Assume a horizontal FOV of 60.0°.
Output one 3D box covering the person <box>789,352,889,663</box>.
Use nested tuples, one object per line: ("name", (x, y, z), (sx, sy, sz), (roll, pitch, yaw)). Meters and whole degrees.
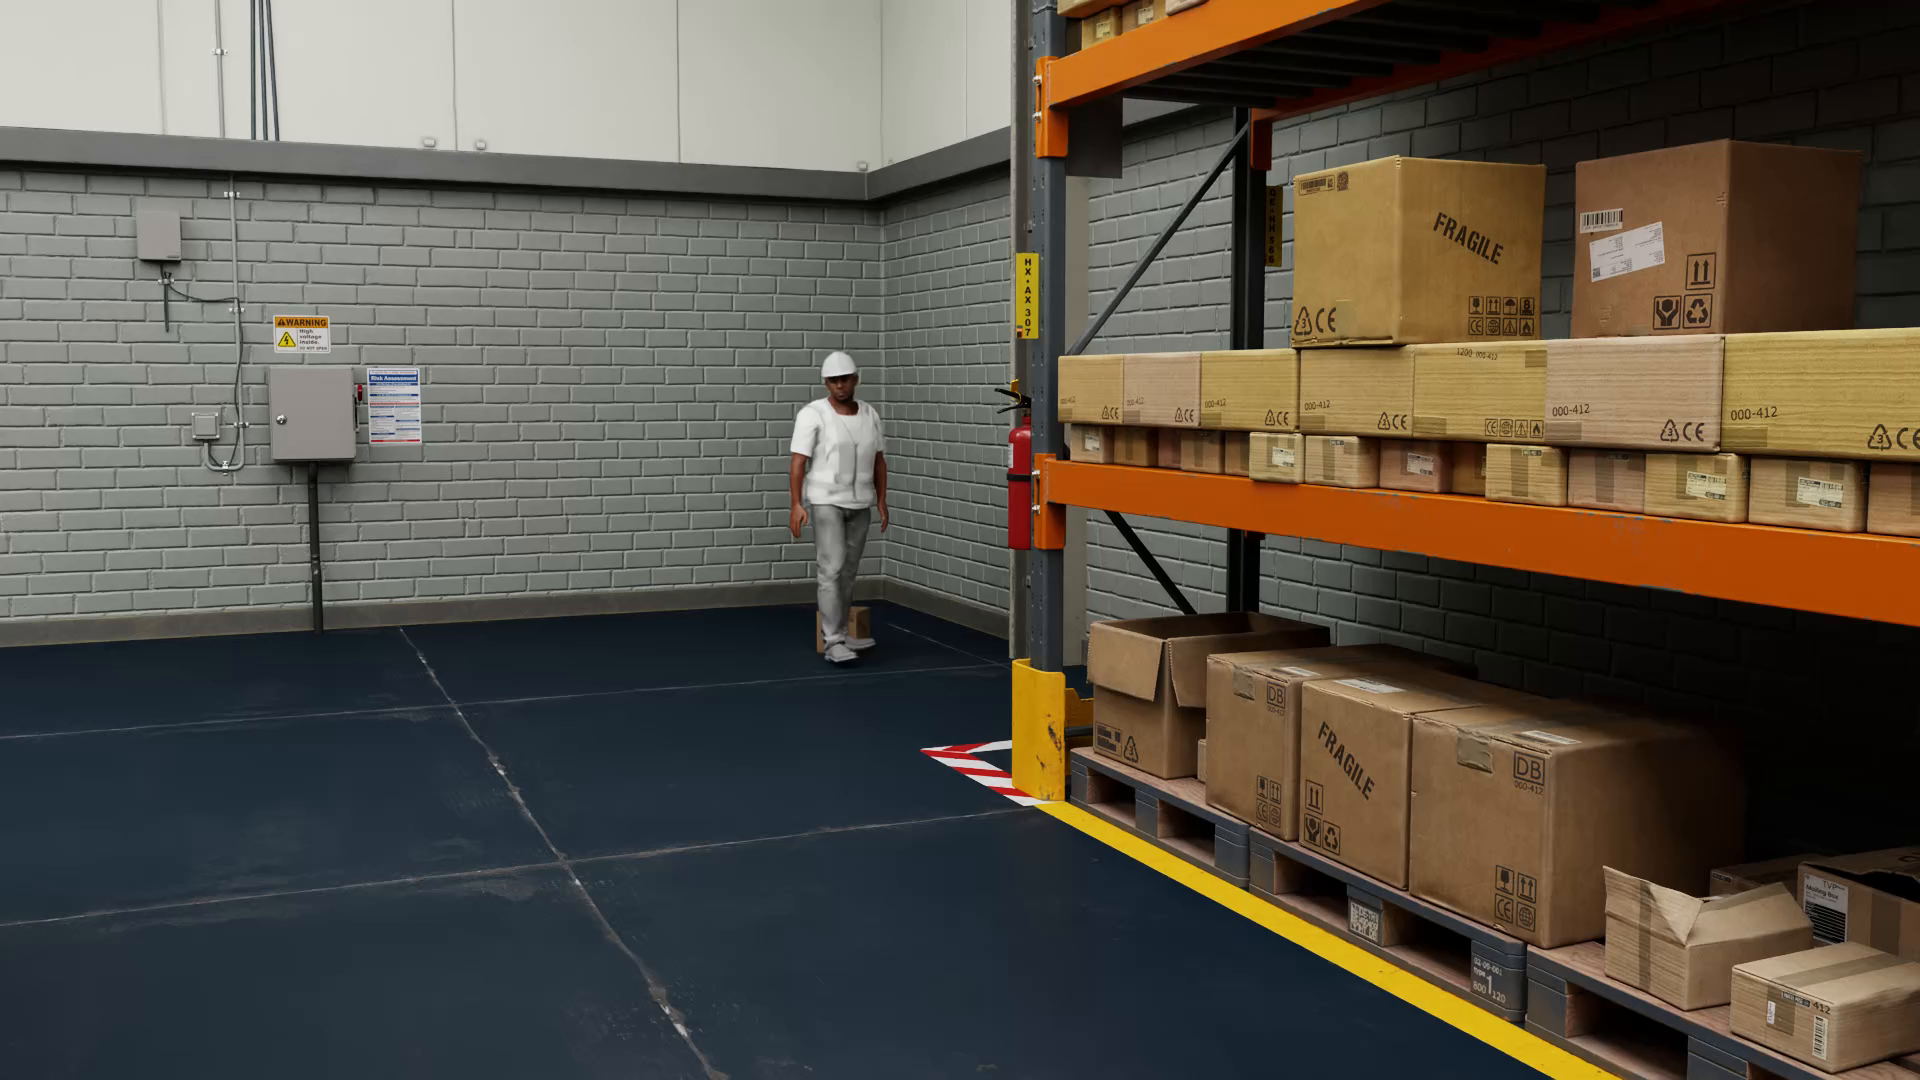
("person", (-0.678, -0.195, 9.556), (0.636, 1.766, 0.609), (-5, 7, -41))
